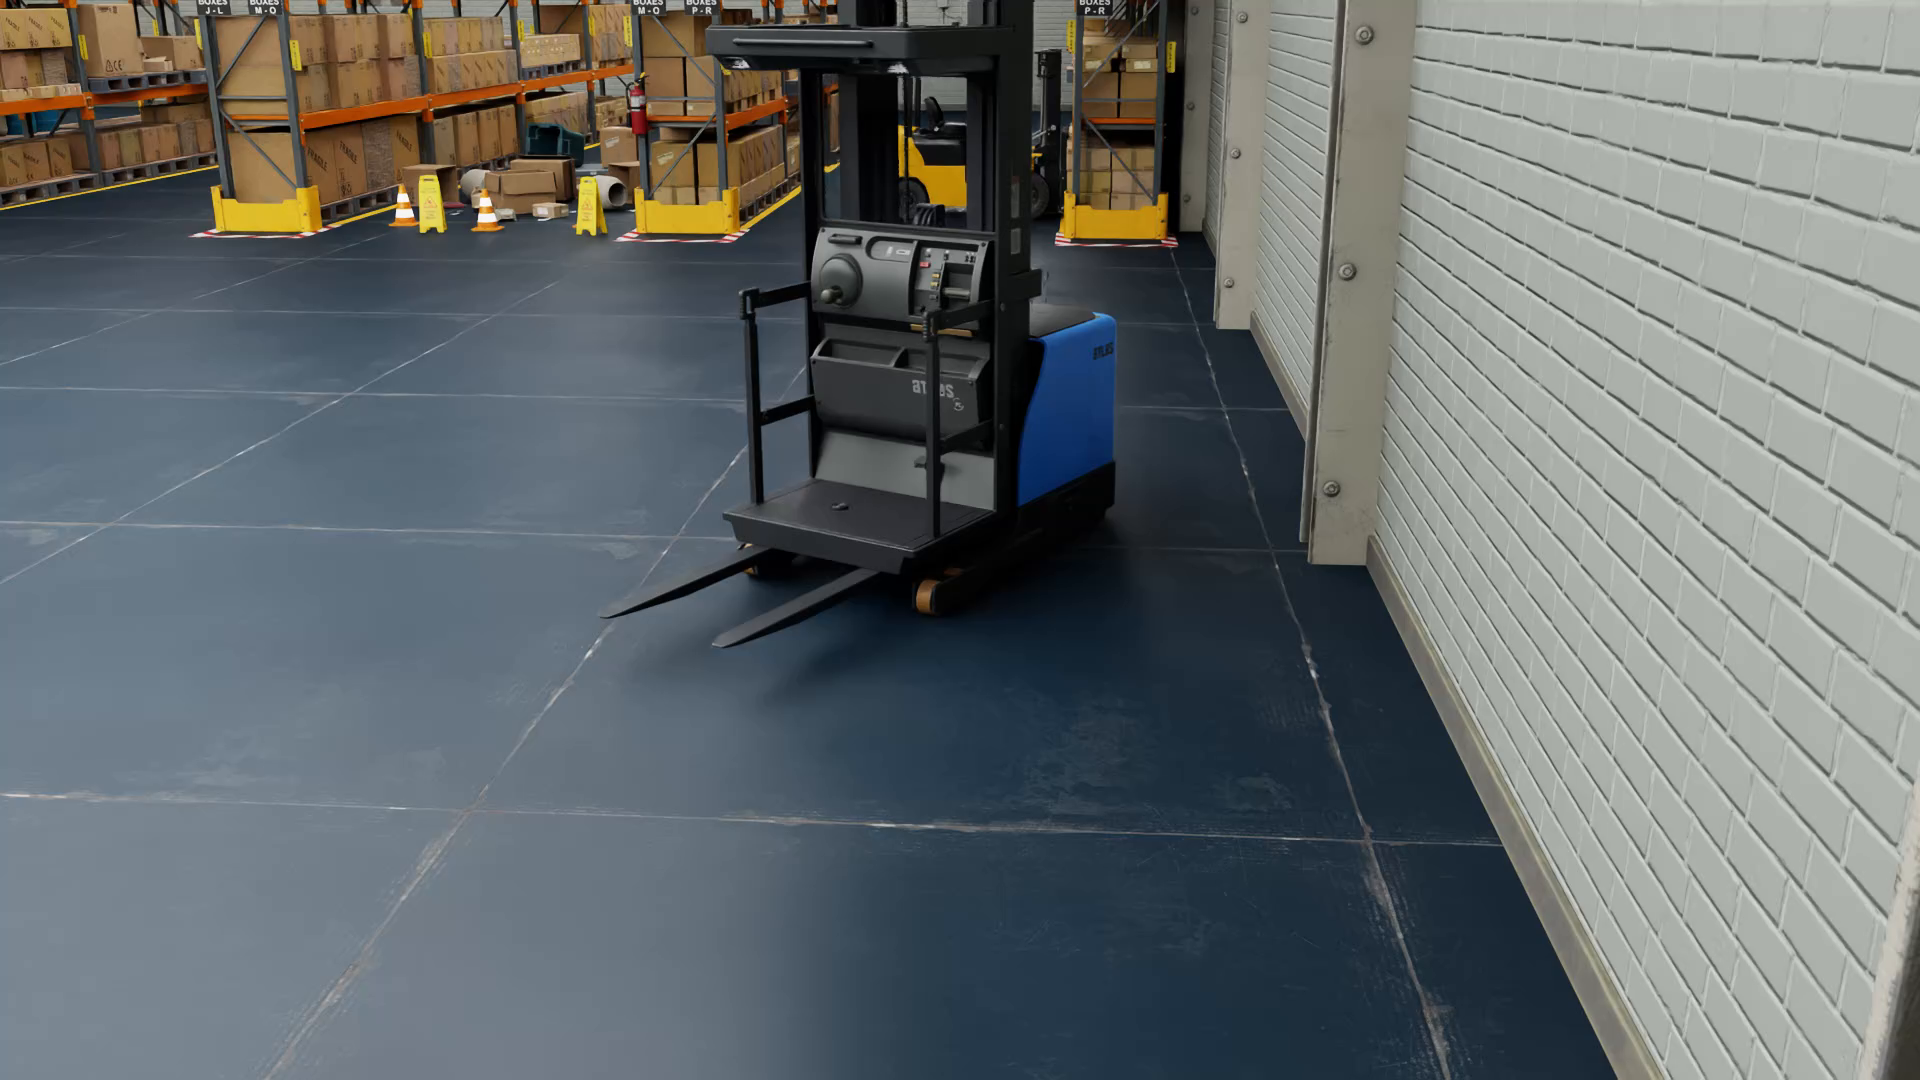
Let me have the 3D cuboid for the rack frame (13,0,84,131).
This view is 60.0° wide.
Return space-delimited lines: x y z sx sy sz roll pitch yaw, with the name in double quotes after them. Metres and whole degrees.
-17.142 -9.067 31.276 1.000 3.000 0.127 1 18 4 "rack frame"

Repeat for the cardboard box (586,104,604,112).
-6.983 -8.208 31.604 0.380 0.149 0.250 1 18 3 "cardboard box"

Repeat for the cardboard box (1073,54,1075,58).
2.100 -7.846 27.118 0.500 0.250 0.500 0 18 1 "cardboard box"

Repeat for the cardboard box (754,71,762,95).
-2.770 -5.815 20.715 0.500 0.500 0.500 1 18 3 "cardboard box"

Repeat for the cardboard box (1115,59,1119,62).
2.352 -6.459 22.755 0.500 0.250 0.500 1 18 3 "cardboard box"

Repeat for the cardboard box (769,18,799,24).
-2.529 -7.425 23.911 0.380 0.149 0.250 2 18 7 "cardboard box"

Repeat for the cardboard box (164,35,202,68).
-12.488 -7.792 26.552 0.500 0.500 0.500 -1 18 -3 "cardboard box"

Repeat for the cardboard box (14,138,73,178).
-12.844 -5.360 23.304 0.500 0.500 0.500 1 18 2 "cardboard box"

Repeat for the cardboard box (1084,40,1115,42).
1.693 -5.988 20.200 0.380 0.149 0.250 2 18 5 "cardboard box"

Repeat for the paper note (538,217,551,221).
-5.095 -3.935 20.384 0.148 0.019 0.142 -5 19 -15 "paper note"

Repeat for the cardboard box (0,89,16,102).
-12.620 -5.813 21.751 0.380 0.149 0.250 1 18 4 "cardboard box"

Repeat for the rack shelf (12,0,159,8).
-12.632 -8.176 24.897 1.077 0.370 4.000 1 18 4 "rack shelf"

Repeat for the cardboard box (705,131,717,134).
-3.268 -4.995 21.387 0.500 0.500 0.500 2 18 7 "cardboard box"

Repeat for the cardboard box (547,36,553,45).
-7.208 -8.560 28.502 0.380 0.149 0.250 1 18 3 "cardboard box"

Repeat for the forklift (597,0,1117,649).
-0.394 -1.219 7.436 1.130 2.935 3.031 11 21 30 "forklift"

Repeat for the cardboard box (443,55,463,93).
-7.494 -6.691 23.866 0.500 0.500 0.500 1 18 4 "cardboard box"

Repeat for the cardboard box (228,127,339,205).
-8.140 -4.489 20.044 0.875 0.875 0.875 1 18 4 "cardboard box"

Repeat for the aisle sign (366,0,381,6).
-12.209 -11.463 34.414 0.394 0.787 0.004 1 18 4 "aisle sign"

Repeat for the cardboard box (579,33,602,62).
-6.975 -9.151 30.896 0.500 0.500 0.500 1 18 3 "cardboard box"

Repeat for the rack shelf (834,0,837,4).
-2.174 -10.440 31.804 1.077 0.370 4.000 1 18 4 "rack shelf"

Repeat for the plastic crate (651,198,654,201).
-3.822 -4.394 21.703 0.402 0.080 0.583 -5 19 -15 "plastic crate"

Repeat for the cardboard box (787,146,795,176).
-2.856 -5.364 23.522 0.950 0.372 0.625 2 18 5 "cardboard box"

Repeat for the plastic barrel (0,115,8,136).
-17.379 -7.522 29.884 0.421 0.512 0.421 0 18 0 "plastic barrel"

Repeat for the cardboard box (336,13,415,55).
-7.896 -6.800 22.384 0.875 0.550 0.550 1 18 4 "cardboard box"

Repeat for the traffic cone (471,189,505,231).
-5.565 -3.884 19.534 0.336 0.463 0.334 1 18 4 "traffic cone"

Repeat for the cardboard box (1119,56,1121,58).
2.035 -5.510 19.221 0.380 0.149 0.250 1 18 3 "cardboard box"

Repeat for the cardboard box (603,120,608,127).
-6.930 -7.926 31.698 0.380 0.149 0.250 1 18 4 "cardboard box"

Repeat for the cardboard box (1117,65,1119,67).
2.178 -5.569 20.440 0.500 0.500 0.500 2 18 5 "cardboard box"

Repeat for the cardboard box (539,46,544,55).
-7.244 -8.262 28.071 0.380 0.149 0.250 1 18 4 "cardboard box"

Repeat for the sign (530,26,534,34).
-7.804 -9.235 30.400 0.100 0.325 0.005 1 18 4 "sign"

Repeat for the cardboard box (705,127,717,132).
-3.323 -5.350 21.428 0.380 0.149 0.250 2 18 7 "cardboard box"

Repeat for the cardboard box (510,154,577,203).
-5.518 -4.779 21.982 0.797 0.637 0.503 1 18 4 "cardboard box"

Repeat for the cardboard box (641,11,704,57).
-3.359 -5.836 19.171 0.700 0.500 0.500 1 18 3 "cardboard box"

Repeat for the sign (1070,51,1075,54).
1.518 -6.662 22.206 0.100 0.325 0.005 1 18 4 "sign"

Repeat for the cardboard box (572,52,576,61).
-7.111 -8.686 29.843 0.380 0.149 0.250 1 18 4 "cardboard box"

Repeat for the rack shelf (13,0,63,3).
-17.286 -9.529 29.026 1.077 0.370 4.000 1 18 4 "rack shelf"

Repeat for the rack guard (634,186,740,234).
-3.172 -3.844 19.351 1.175 0.500 0.348 1 18 4 "rack guard"

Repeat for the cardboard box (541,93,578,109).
-7.113 -7.786 29.503 0.500 0.250 0.500 2 18 7 "cardboard box"

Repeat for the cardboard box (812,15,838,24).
-2.247 -8.478 27.712 0.500 0.500 0.500 2 18 5 "cardboard box"

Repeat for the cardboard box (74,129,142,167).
-12.657 -5.831 24.708 0.700 0.500 0.500 1 18 4 "cardboard box"

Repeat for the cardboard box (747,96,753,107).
-2.787 -5.472 20.710 0.380 0.149 0.250 1 18 2 "cardboard box"

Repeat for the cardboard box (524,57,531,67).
-7.296 -7.870 27.352 0.380 0.149 0.250 2 18 7 "cardboard box"

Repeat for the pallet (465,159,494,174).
-7.771 -5.626 25.253 1.003 0.211 1.213 1 18 4 "pallet"

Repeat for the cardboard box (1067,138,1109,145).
1.552 -4.732 20.183 0.500 0.250 0.500 2 18 5 "cardboard box"

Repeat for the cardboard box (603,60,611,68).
-6.896 -9.102 31.789 0.380 0.149 0.250 2 18 5 "cardboard box"

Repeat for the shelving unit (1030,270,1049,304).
0.295 -0.900 9.217 0.258 1.200 0.189 9 11 25 "shelving unit"

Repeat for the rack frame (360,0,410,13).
-11.915 -10.199 34.730 1.000 3.000 0.127 1 18 4 "rack frame"

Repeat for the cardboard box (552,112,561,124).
-7.179 -7.113 28.654 0.500 0.500 0.500 1 18 3 "cardboard box"

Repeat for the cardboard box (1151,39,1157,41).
2.280 -6.213 20.888 0.380 0.149 0.250 1 18 3 "cardboard box"

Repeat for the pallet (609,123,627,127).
-7.164 -8.078 32.738 1.003 0.211 1.213 1 18 4 "pallet"
